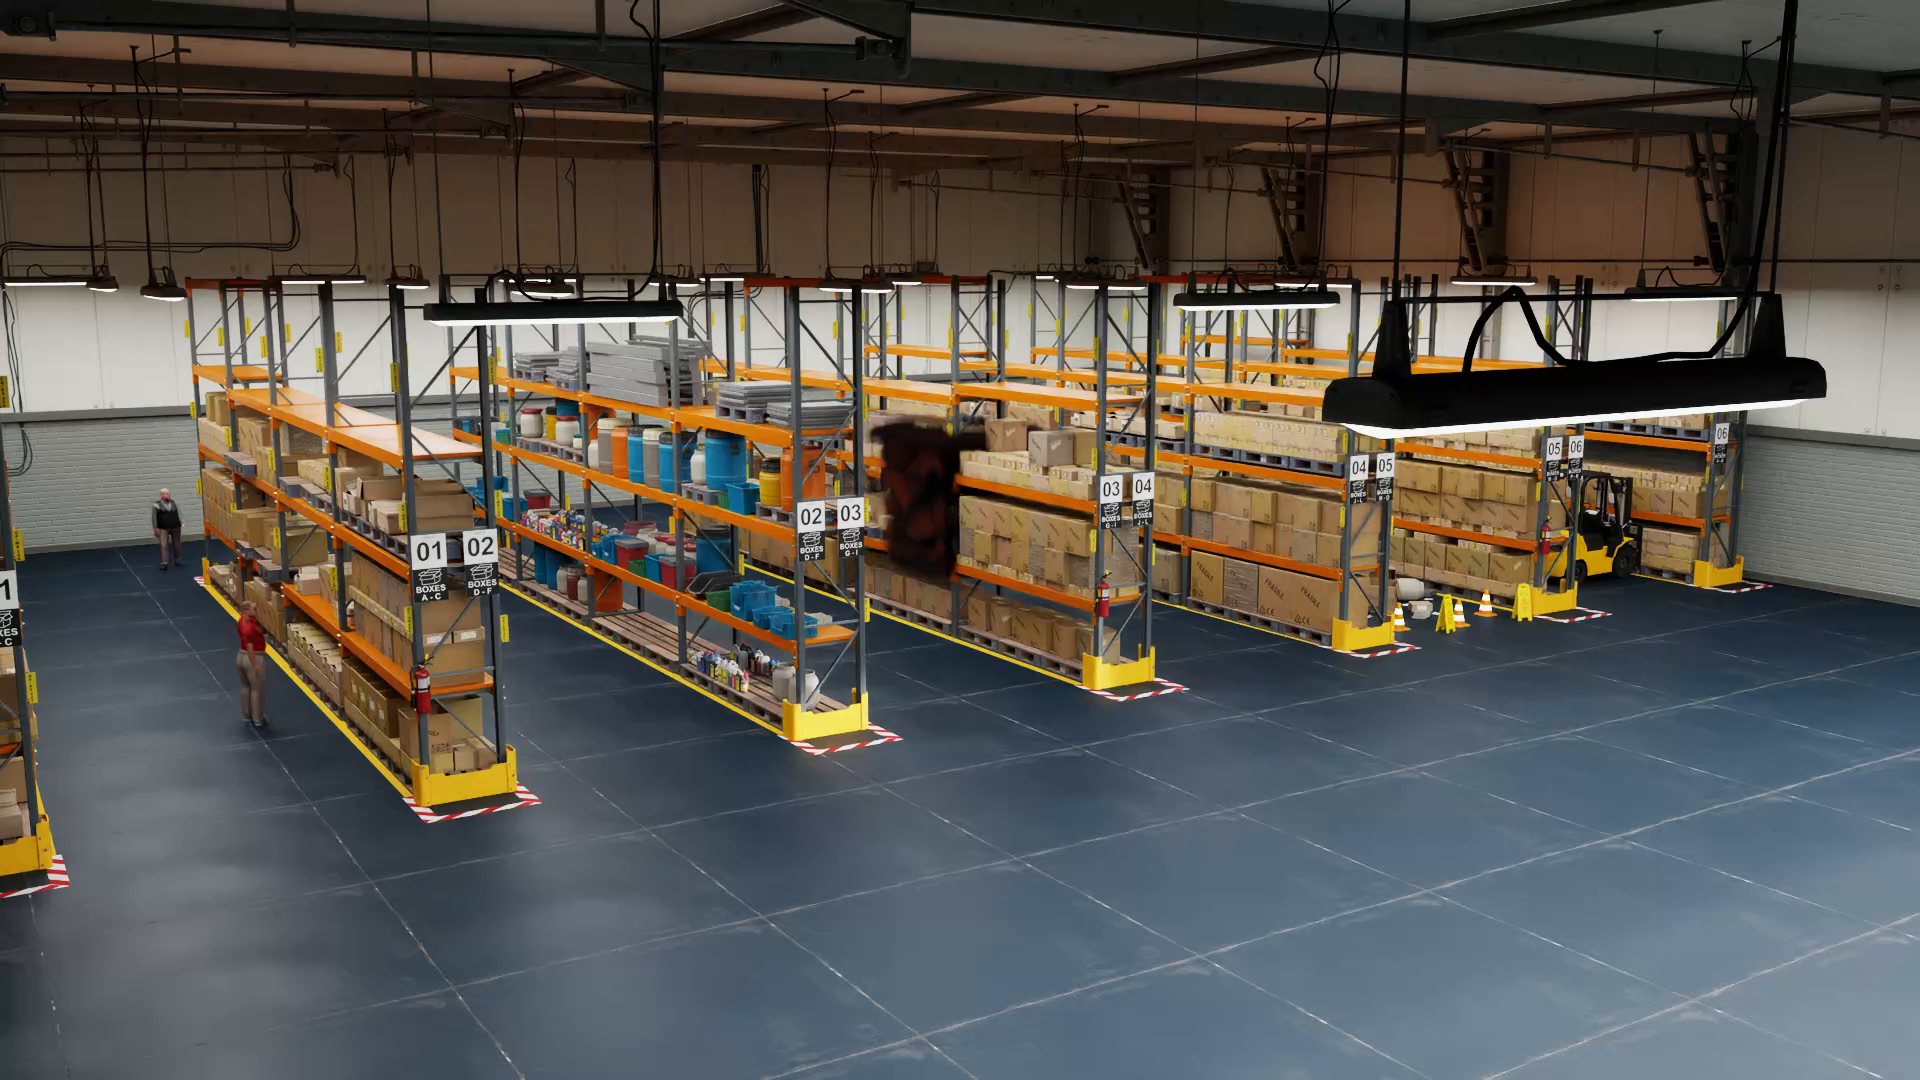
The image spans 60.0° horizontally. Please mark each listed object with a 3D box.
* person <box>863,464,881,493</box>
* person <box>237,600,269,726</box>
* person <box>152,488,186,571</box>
[{"bbox_3d":[-2.340,-1.713,42.926,0.681,1.740,0.998,5,11,26],"label":"person"},{"bbox_3d":[-9.705,1.673,22.845,0.540,1.734,0.405,9,13,43],"label":"person"},{"bbox_3d":[-16.268,-0.235,34.213,0.634,1.655,1.047,-3,10,-19],"label":"person"}]
